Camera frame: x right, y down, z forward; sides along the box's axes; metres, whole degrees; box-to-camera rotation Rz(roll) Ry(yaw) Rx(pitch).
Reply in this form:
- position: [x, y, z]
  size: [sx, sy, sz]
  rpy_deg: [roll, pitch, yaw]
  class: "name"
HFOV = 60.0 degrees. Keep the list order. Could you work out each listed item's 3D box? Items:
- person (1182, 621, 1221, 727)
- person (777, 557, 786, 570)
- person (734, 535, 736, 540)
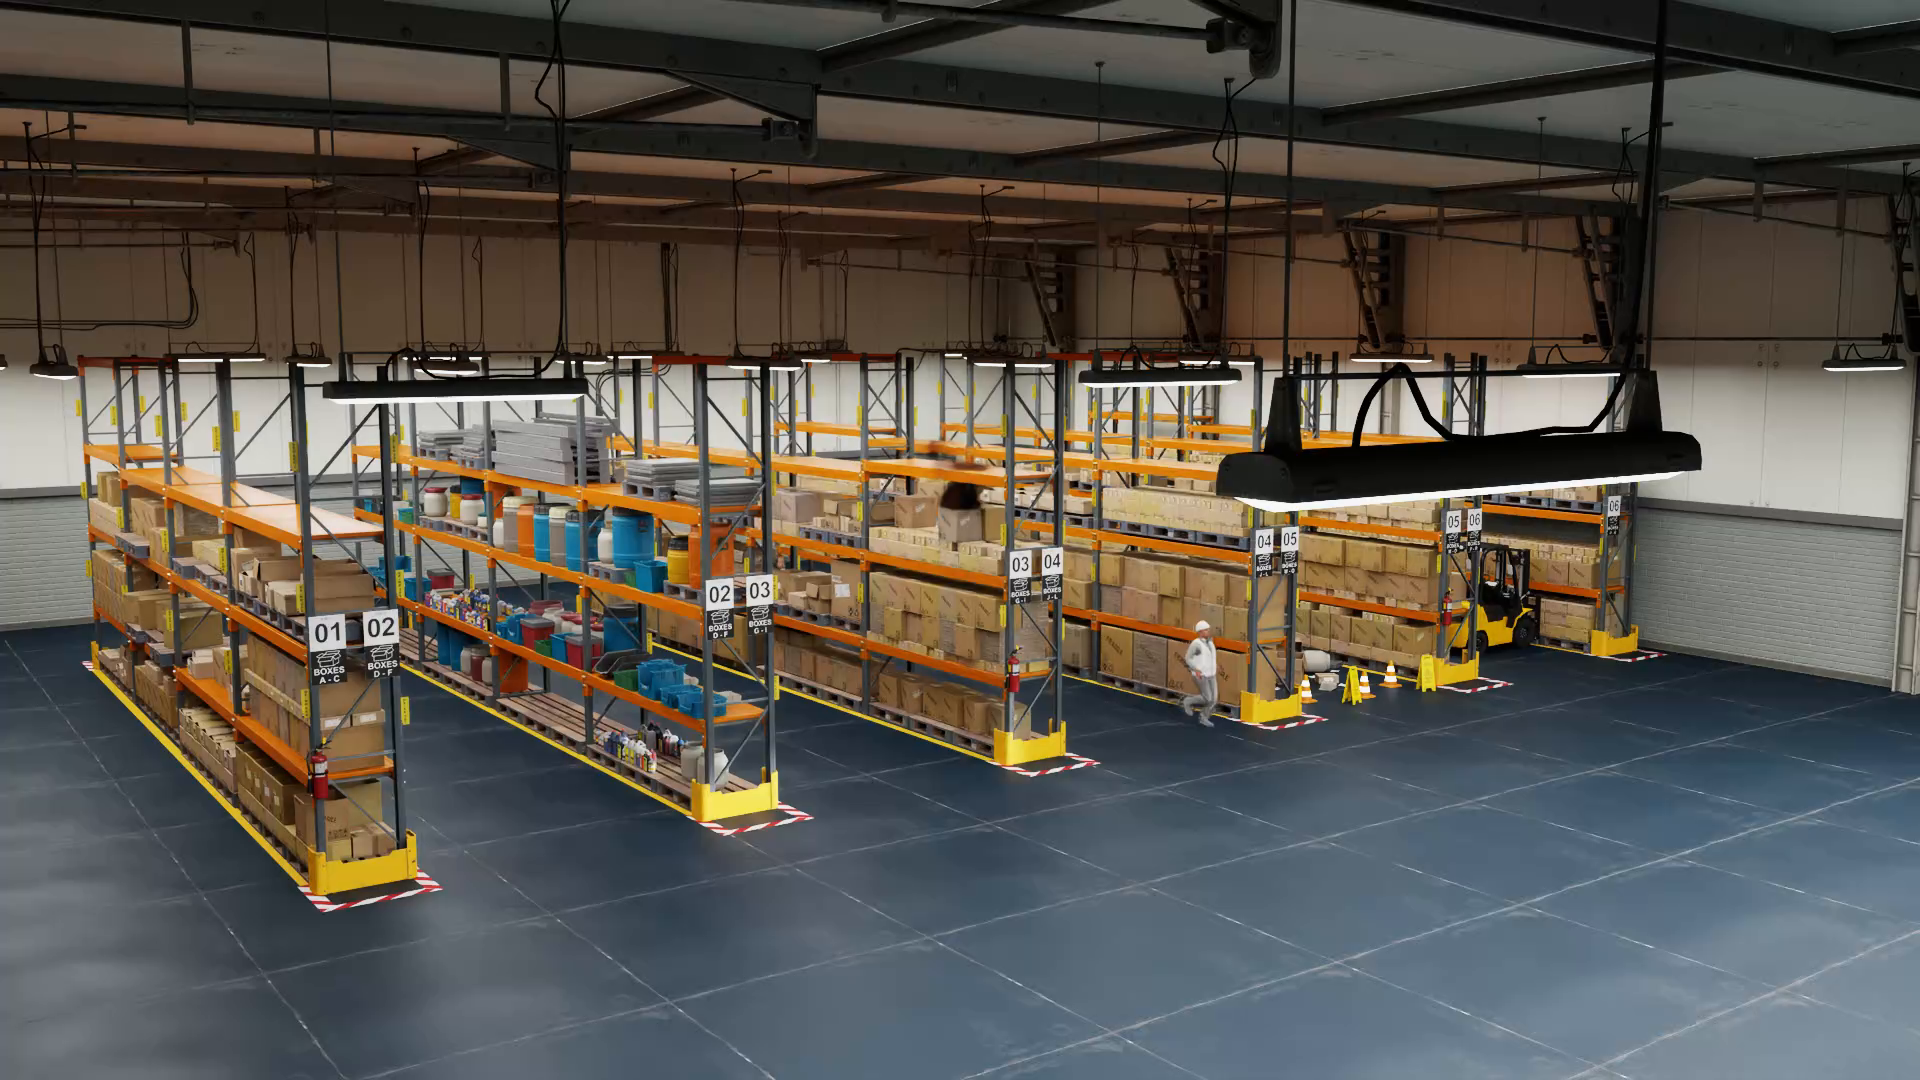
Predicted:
- position: [3.965, 2.183, 27.263]
  size: [0.668, 1.733, 0.587]
  rpy_deg: [-6, 9, -43]
  class: "person"
- position: [-3.786, 1.218, 35.050]
  size: [0.682, 1.735, 0.745]
  rpy_deg: [-6, 9, -41]
  class: "person"
- position: [-5.633, 0.657, 40.458]
  size: [0.725, 1.619, 0.764]
  rpy_deg: [1, 7, 6]
  class: "person"
